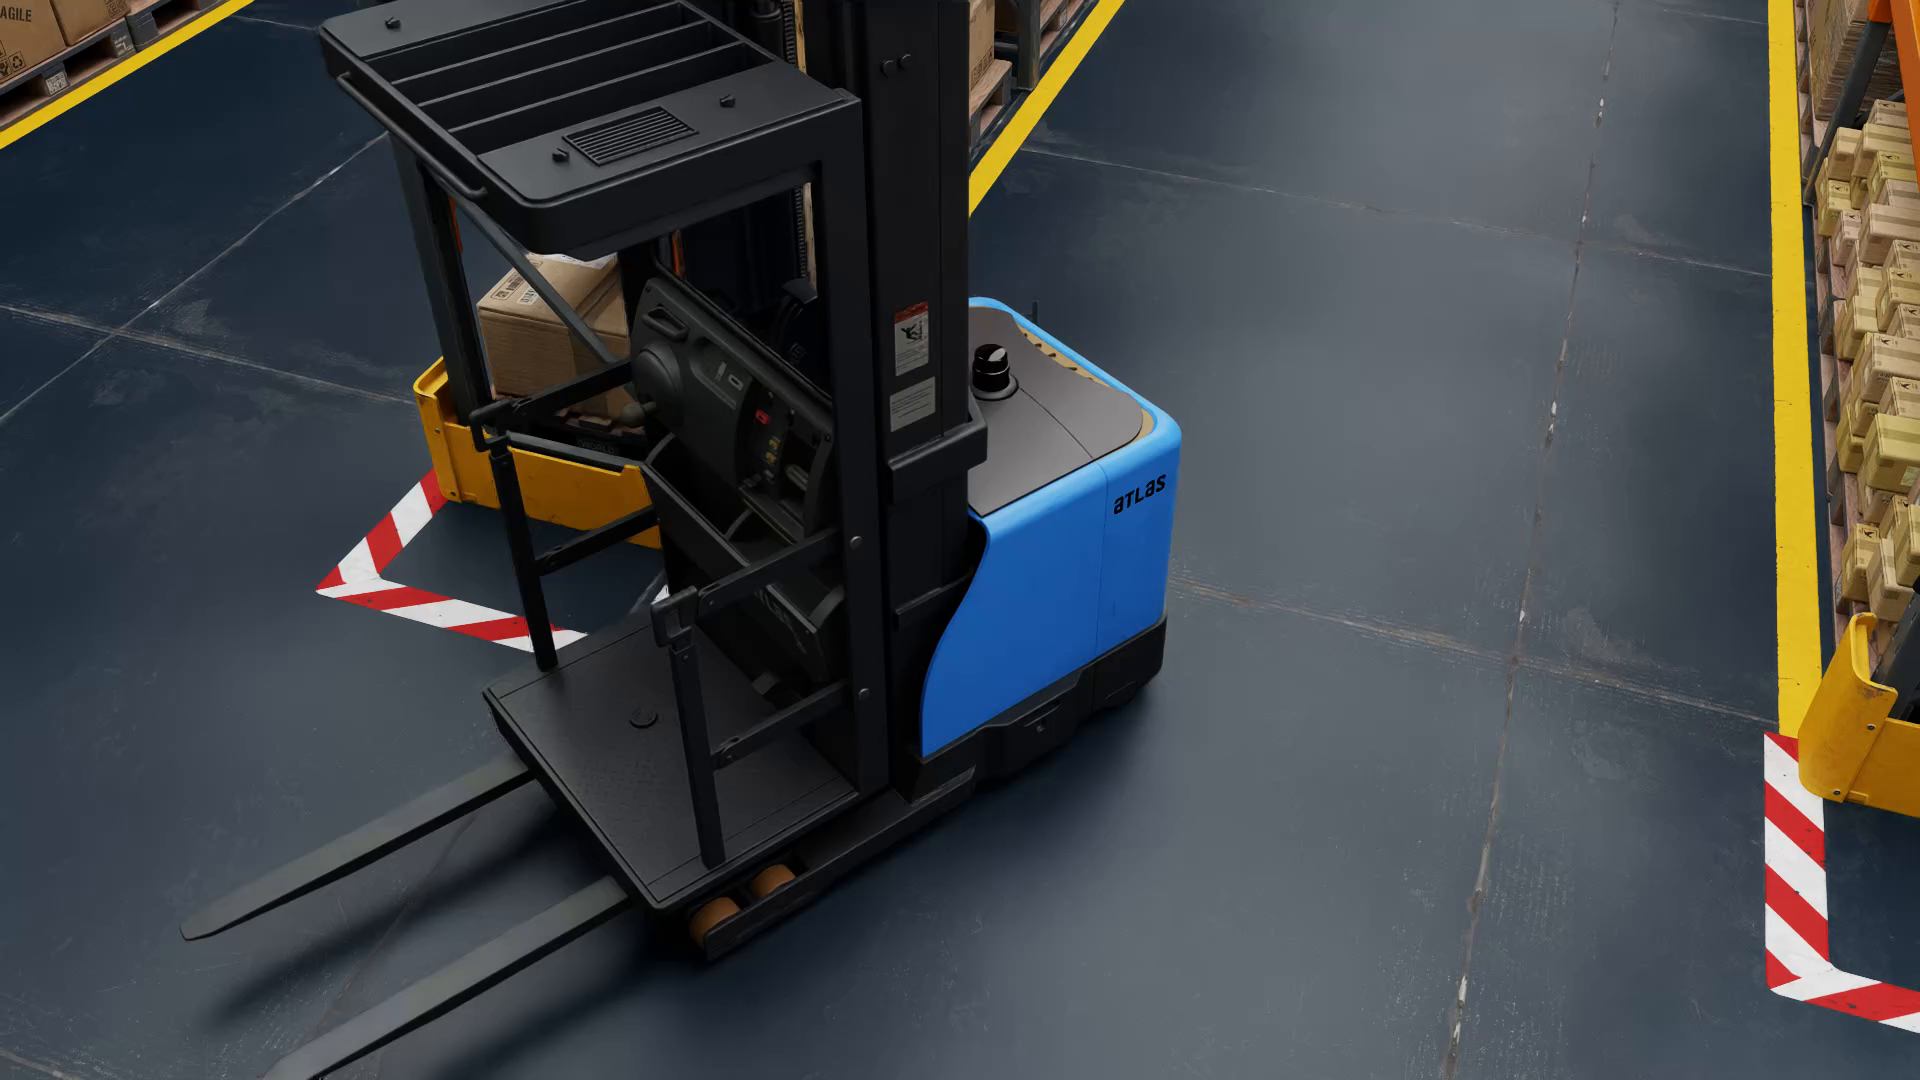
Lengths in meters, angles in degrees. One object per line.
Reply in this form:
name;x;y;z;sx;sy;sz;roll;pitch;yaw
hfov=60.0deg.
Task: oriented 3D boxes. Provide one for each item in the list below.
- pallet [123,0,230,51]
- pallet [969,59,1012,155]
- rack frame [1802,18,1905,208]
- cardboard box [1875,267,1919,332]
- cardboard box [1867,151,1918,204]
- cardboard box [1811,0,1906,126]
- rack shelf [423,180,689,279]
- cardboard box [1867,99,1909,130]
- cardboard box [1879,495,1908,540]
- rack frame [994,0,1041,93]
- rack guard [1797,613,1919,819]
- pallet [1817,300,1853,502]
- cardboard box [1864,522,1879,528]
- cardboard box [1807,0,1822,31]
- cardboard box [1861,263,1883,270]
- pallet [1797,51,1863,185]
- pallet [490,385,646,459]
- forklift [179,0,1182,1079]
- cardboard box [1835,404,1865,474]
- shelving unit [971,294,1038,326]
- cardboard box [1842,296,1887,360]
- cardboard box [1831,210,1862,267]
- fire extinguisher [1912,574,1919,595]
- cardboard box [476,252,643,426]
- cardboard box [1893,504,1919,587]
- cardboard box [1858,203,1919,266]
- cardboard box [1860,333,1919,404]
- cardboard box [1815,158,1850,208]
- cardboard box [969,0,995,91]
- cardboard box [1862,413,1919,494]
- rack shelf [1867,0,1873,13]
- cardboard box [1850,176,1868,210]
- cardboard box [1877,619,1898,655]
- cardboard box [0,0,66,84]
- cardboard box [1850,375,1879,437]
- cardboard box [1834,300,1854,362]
pallet;-4.958;-3.361;10.027;1.003;0.211;1.213;13;42;15
pallet;-0.390;-2.234;8.706;1.003;0.211;1.213;13;42;15
rack frame;4.630;-2.704;7.109;1.000;3.000;0.127;13;42;15
cardboard box;3.759;-0.894;6.402;0.380;0.149;0.250;13;42;15
cardboard box;4.127;-1.522;7.137;0.380;0.149;0.250;13;42;14
cardboard box;4.646;-2.420;8.378;0.500;0.500;0.500;13;42;14
rack shelf;-0.740;-2.248;7.128;1.077;0.370;4.000;13;42;15
cardboard box;4.317;-1.842;7.512;0.380;0.149;0.250;15;43;17
cardboard box;3.314;0.014;5.566;0.380;0.149;0.250;12;42;14
rack frame;-0.056;-3.741;8.324;1.000;3.000;0.127;13;42;15
rack guard;3.288;0.640;5.115;1.175;0.500;0.348;13;42;15
pallet;4.018;-0.479;6.649;1.003;0.211;1.213;13;42;15
cardboard box;3.410;-0.028;5.845;0.380;0.149;0.250;13;42;15
cardboard box;5.002;-3.045;9.110;0.500;0.500;0.500;12;42;14
cardboard box;3.942;-1.085;6.855;0.380;0.149;0.250;15;43;17
pallet;4.895;-2.119;8.571;1.003;0.211;1.213;13;42;15
pallet;-1.224;-0.746;6.962;1.003;0.211;1.213;13;42;15
forklift;-0.784;-0.301;4.345;3.031;2.935;1.130;-27;47;-28
cardboard box;3.511;-0.351;6.224;0.380;0.149;0.250;12;42;13
shelving unit;0.138;-0.446;6.080;0.258;0.900;0.210;7;41;8
cardboard box;3.689;-0.801;6.521;0.380;0.149;0.250;14;42;16
cardboard box;4.076;-1.303;7.339;0.380;0.149;0.250;13;42;15
fire extinguisher;2.742;-0.042;4.335;0.296;0.674;0.183;13;42;15
cardboard box;-1.292;-0.911;6.658;0.875;0.438;0.875;12;42;14
cardboard box;3.205;0.055;5.289;0.380;0.149;0.250;14;42;16
cardboard box;3.896;-1.220;6.784;0.380;0.149;0.250;14;42;16
cardboard box;3.502;-0.592;6.047;0.380;0.149;0.250;15;43;17
cardboard box;4.204;-1.629;7.721;0.380;0.149;0.250;12;42;13
cardboard box;-0.372;-2.567;8.598;0.875;0.438;0.875;13;42;14
cardboard box;3.314;-0.272;5.672;0.380;0.149;0.250;12;42;14
rack shelf;5.314;-3.650;8.772;1.077;0.370;4.000;13;42;15
cardboard box;4.203;-1.568;7.421;0.380;0.149;0.250;14;42;15
cardboard box;3.246;0.293;5.469;0.380;0.149;0.250;14;42;16
cardboard box;-5.188;-2.775;8.794;0.500;0.500;0.500;14;42;16
cardboard box;3.515;-0.474;6.139;0.380;0.149;0.250;14;42;16
cardboard box;3.798;-0.828;6.783;0.380;0.149;0.250;12;42;14
